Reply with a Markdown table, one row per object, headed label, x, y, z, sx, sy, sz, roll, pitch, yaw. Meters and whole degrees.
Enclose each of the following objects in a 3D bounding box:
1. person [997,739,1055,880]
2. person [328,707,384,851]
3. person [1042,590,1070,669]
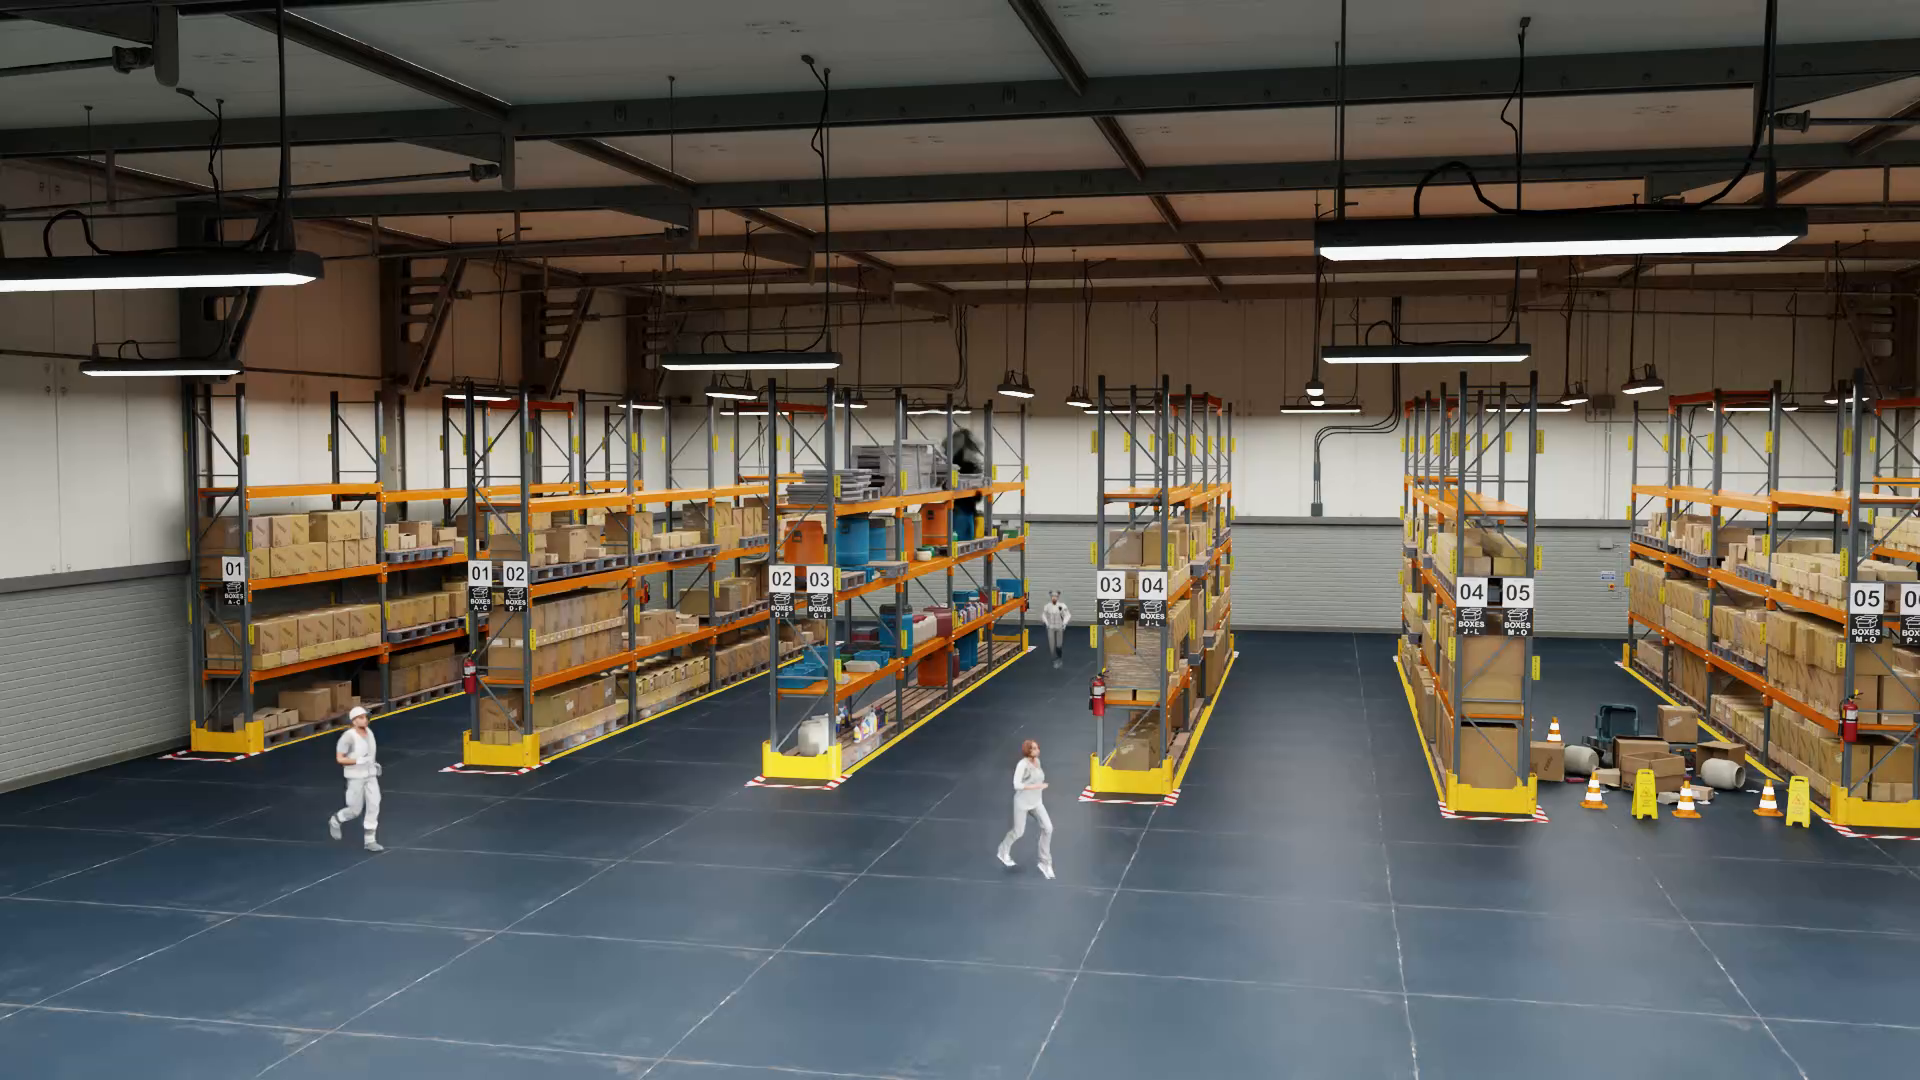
| label | x | y | z | sx | sy | sz | roll | pitch | yaw |
| --- | --- | --- | --- | --- | --- | --- | --- | --- | --- |
| person | 0.735 | 3.112 | 19.319 | 0.512 | 1.638 | 0.787 | -3 | 5 | -44 |
| person | -7.447 | 2.934 | 20.542 | 0.847 | 1.764 | 0.664 | 2 | 4 | 28 |
| person | 2.008 | 1.882 | 34.964 | 0.589 | 1.680 | 0.528 | 1 | 3 | 9 |
